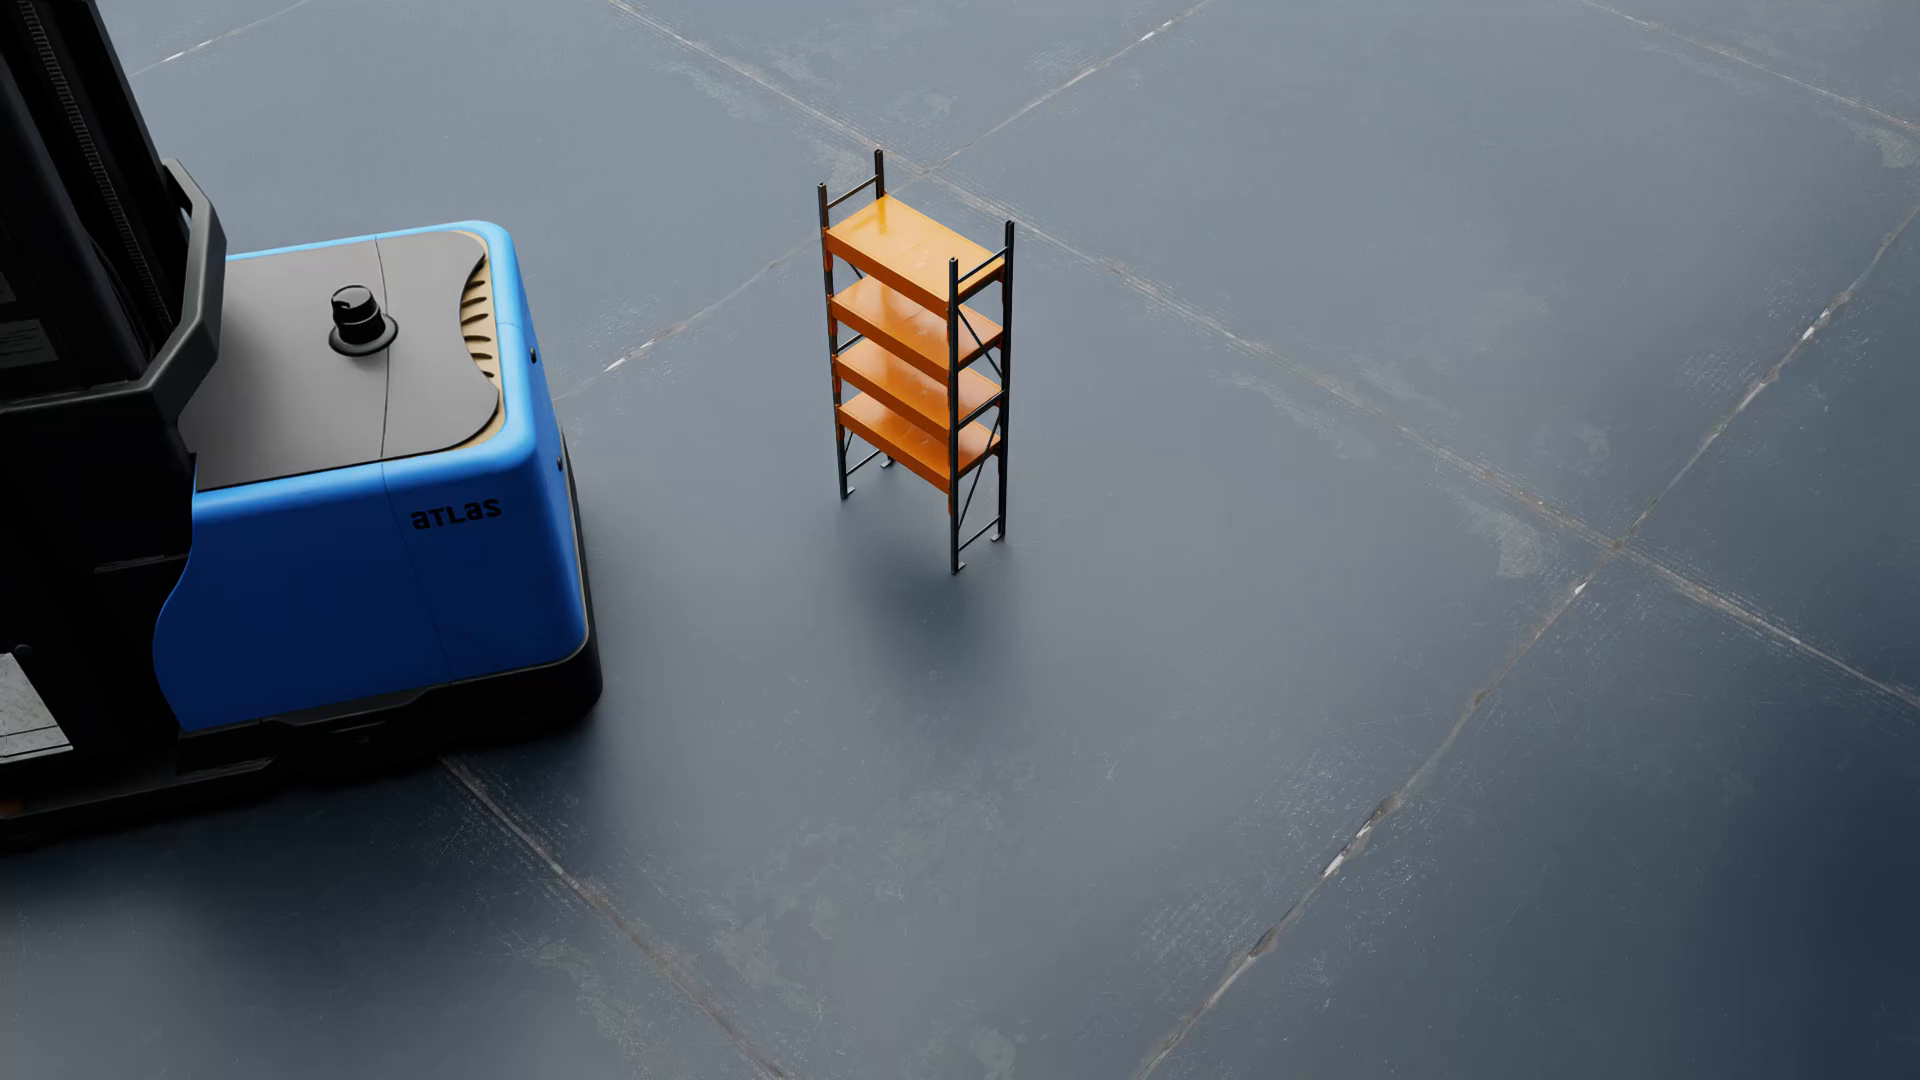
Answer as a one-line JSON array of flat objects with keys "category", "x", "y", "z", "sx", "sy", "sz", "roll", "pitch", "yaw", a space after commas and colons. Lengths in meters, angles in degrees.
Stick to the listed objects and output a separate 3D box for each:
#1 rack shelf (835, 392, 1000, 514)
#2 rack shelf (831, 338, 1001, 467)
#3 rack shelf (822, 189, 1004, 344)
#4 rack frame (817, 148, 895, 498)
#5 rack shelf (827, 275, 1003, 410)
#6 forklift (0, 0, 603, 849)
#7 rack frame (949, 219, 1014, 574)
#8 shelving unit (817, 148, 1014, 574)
[{"category": "rack shelf", "x": -0.122, "y": -0.311, "z": 5.083, "sx": 0.480, "sy": 0.148, "sz": 0.258, "roll": 34, "pitch": 55, "yaw": 28}, {"category": "rack shelf", "x": -0.122, "y": -0.446, "z": 4.938, "sx": 0.480, "sy": 0.148, "sz": 0.258, "roll": 34, "pitch": 55, "yaw": 28}, {"category": "rack shelf", "x": -0.122, "y": -0.762, "z": 4.603, "sx": 0.480, "sy": 0.148, "sz": 0.258, "roll": 34, "pitch": 55, "yaw": 28}, {"category": "rack frame", "x": -0.301, "y": -0.613, "z": 5.003, "sx": 0.015, "sy": 1.200, "sz": 0.240, "roll": 34, "pitch": 55, "yaw": 28}, {"category": "rack shelf", "x": -0.122, "y": -0.600, "z": 4.775, "sx": 0.480, "sy": 0.148, "sz": 0.258, "roll": 34, "pitch": 55, "yaw": 28}, {"category": "forklift", "x": -2.596, "y": -0.566, "z": 3.771, "sx": 3.031, "sy": 2.935, "sz": 1.130, "roll": -11, "pitch": 48, "yaw": -10}, {"category": "rack frame", "x": 0.058, "y": -0.372, "z": 4.776, "sx": 0.015, "sy": 1.200, "sz": 0.240, "roll": 34, "pitch": 55, "yaw": 28}, {"category": "shelving unit", "x": -0.122, "y": -0.493, "z": 4.889, "sx": 0.503, "sy": 1.200, "sz": 0.258, "roll": 34, "pitch": 55, "yaw": 28}]
